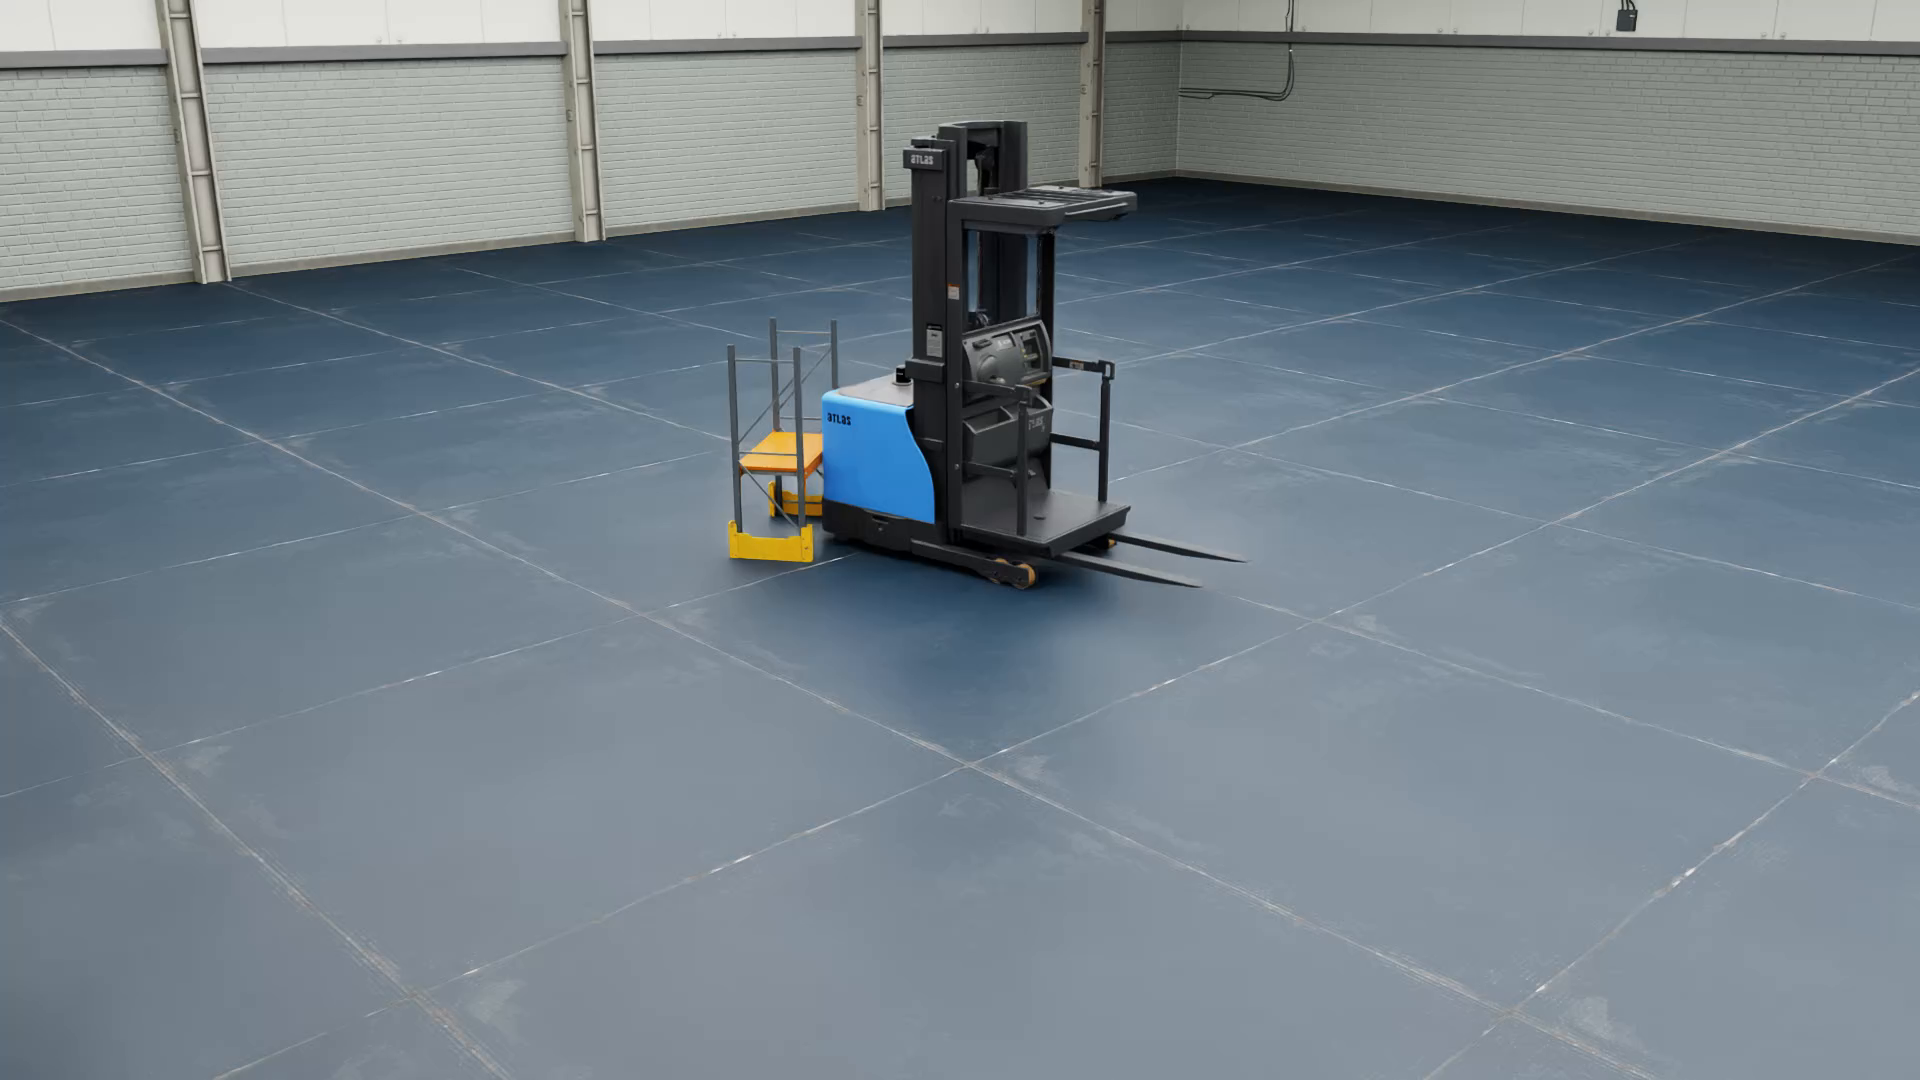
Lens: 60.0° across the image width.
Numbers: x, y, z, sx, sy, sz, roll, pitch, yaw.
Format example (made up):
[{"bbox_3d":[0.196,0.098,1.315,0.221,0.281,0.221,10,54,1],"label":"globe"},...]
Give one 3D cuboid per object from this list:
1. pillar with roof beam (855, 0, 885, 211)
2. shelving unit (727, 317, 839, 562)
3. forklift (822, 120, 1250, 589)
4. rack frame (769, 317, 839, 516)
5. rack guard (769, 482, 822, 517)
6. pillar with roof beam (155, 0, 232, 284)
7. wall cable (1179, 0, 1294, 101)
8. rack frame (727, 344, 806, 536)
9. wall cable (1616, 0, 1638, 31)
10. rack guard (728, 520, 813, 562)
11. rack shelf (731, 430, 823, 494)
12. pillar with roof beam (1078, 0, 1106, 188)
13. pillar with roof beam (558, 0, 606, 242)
[{"bbox_3d":[1.316,-9.453,26.550,0.400,9.000,9.100,-16,24,-41],"label":"pillar with roof beam"},{"bbox_3d":[-1.228,-0.738,11.828,0.587,1.500,1.083,3,18,9],"label":"shelving unit"},{"bbox_3d":[0.490,-1.253,11.096,3.031,2.935,1.130,13,22,35],"label":"forklift"},{"bbox_3d":[-1.139,-0.895,12.313,0.500,1.500,0.032,3,18,9],"label":"rack frame"},{"bbox_3d":[-1.143,-0.295,12.488,0.587,0.250,0.087,3,18,9],"label":"rack guard"},{"bbox_3d":[-7.403,-6.910,18.707,0.400,9.000,9.100,-16,24,-41],"label":"pillar with roof beam"},{"bbox_3d":[5.767,-10.540,34.937,0.112,2.526,3.097,-16,24,-41],"label":"wall cable"},{"bbox_3d":[-1.314,-0.586,11.360,0.500,1.500,0.032,3,18,9],"label":"rack frame"},{"bbox_3d":[12.278,-11.504,27.362,0.169,6.003,2.305,-16,24,-41],"label":"wall cable"},{"bbox_3d":[-1.313,0.008,11.554,0.587,0.250,0.087,3,18,9],"label":"rack guard"},{"bbox_3d":[-1.227,-0.569,11.892,0.538,0.185,1.000,3,18,9],"label":"rack shelf"},{"bbox_3d":[5.676,-10.724,30.471,0.400,9.000,9.100,-16,24,-41],"label":"pillar with roof beam"},{"bbox_3d":[-3.043,-8.182,22.629,0.400,9.000,9.100,-16,24,-41],"label":"pillar with roof beam"}]
